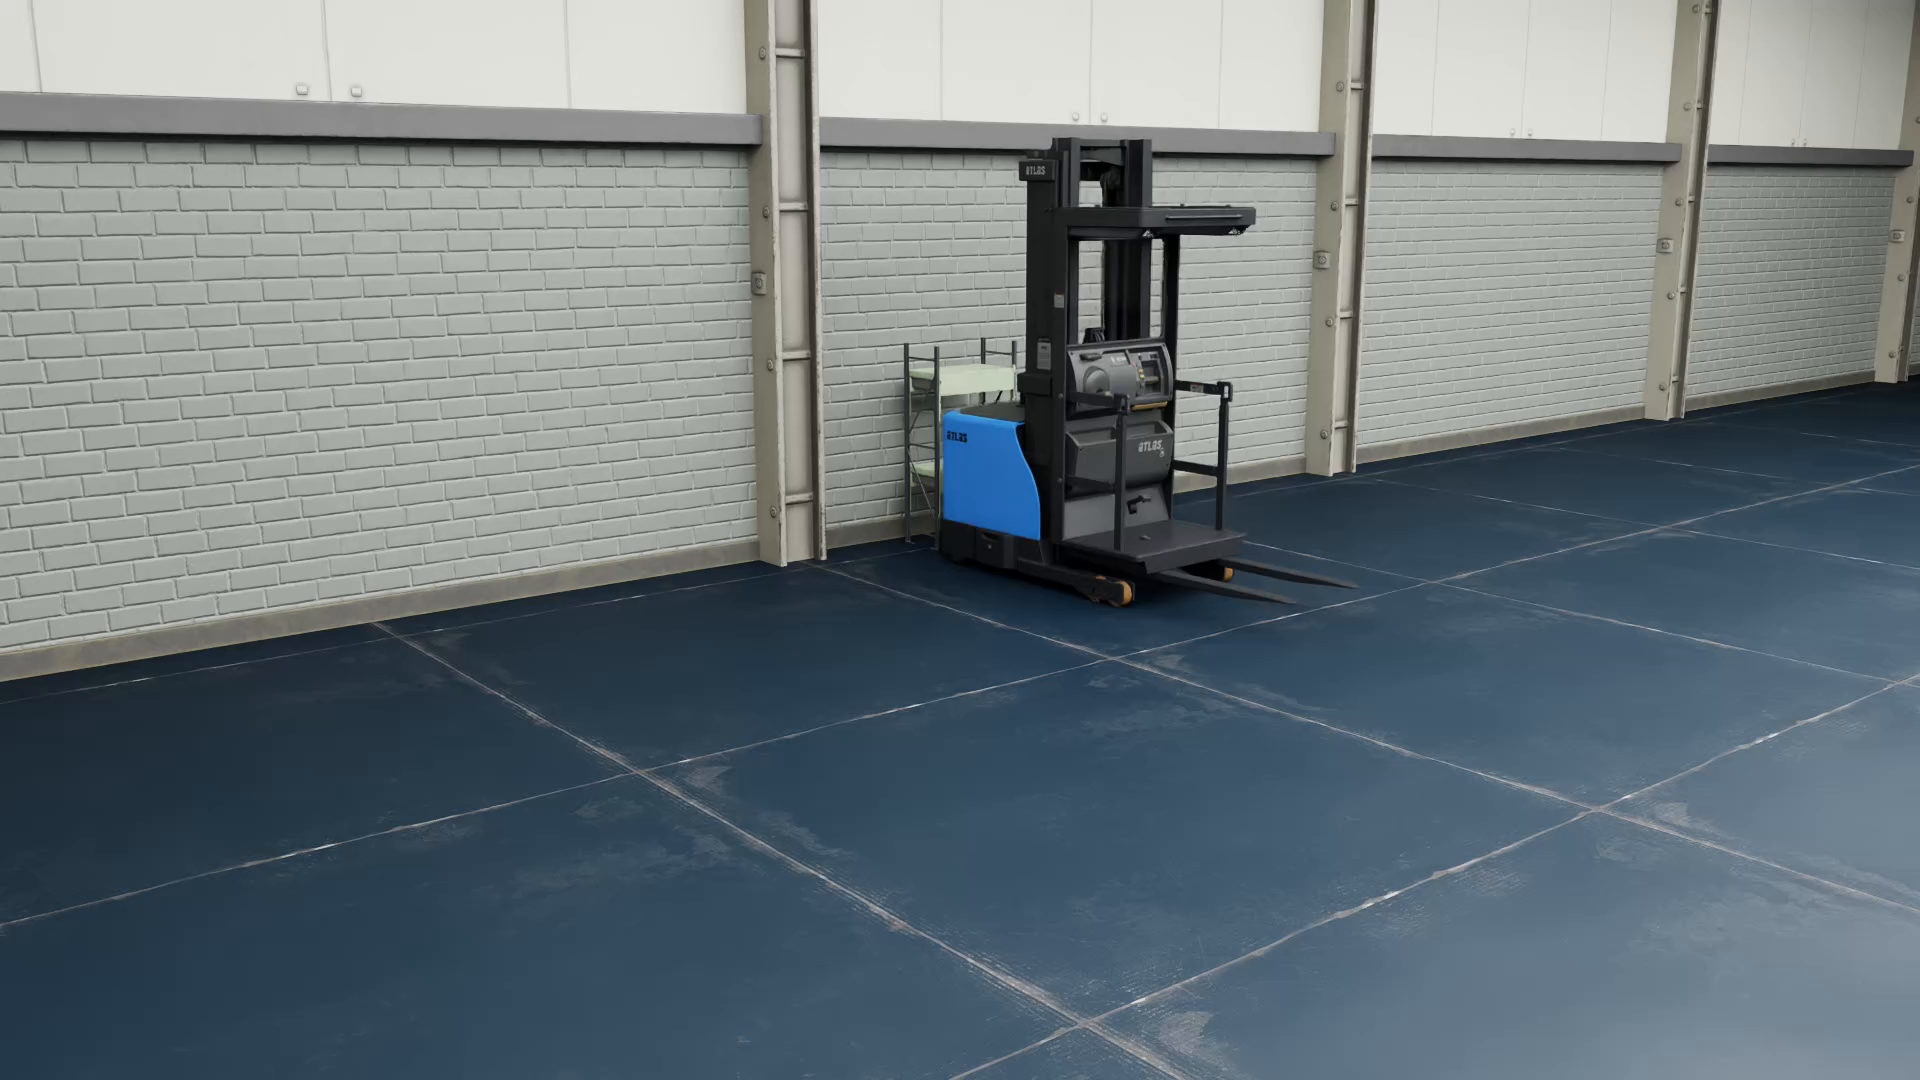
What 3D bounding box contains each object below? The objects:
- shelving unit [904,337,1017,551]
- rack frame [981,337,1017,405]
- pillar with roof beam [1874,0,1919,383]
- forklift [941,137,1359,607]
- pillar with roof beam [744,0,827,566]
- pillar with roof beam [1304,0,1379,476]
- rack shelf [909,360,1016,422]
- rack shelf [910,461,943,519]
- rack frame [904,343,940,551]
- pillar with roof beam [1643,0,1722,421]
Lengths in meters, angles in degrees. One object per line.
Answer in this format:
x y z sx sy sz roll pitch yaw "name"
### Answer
0.005 -0.735 12.477 0.755 1.500 0.431 -9 15 -38 "shelving unit"
0.291 -0.782 12.701 0.023 1.500 0.400 -9 15 -38 "rack frame"
15.537 -5.902 18.758 0.400 9.000 9.100 -9 15 -38 "pillar with roof beam"
1.210 -1.126 10.873 1.130 2.935 3.031 -10 16 -40 "forklift"
1.482 -3.566 7.759 0.400 9.000 9.100 -9 15 -38 "pillar with roof beam"
6.167 -4.345 11.425 0.400 9.000 9.100 -9 15 -38 "pillar with roof beam"
0.005 -1.116 12.396 0.720 0.370 0.431 -9 15 -38 "rack shelf"
0.005 -0.416 12.545 0.720 0.370 0.431 -9 15 -38 "rack shelf"
-0.281 -0.687 12.253 0.023 1.500 0.400 -9 15 -38 "rack frame"
10.852 -5.123 15.092 0.400 9.000 9.100 -9 15 -38 "pillar with roof beam"
